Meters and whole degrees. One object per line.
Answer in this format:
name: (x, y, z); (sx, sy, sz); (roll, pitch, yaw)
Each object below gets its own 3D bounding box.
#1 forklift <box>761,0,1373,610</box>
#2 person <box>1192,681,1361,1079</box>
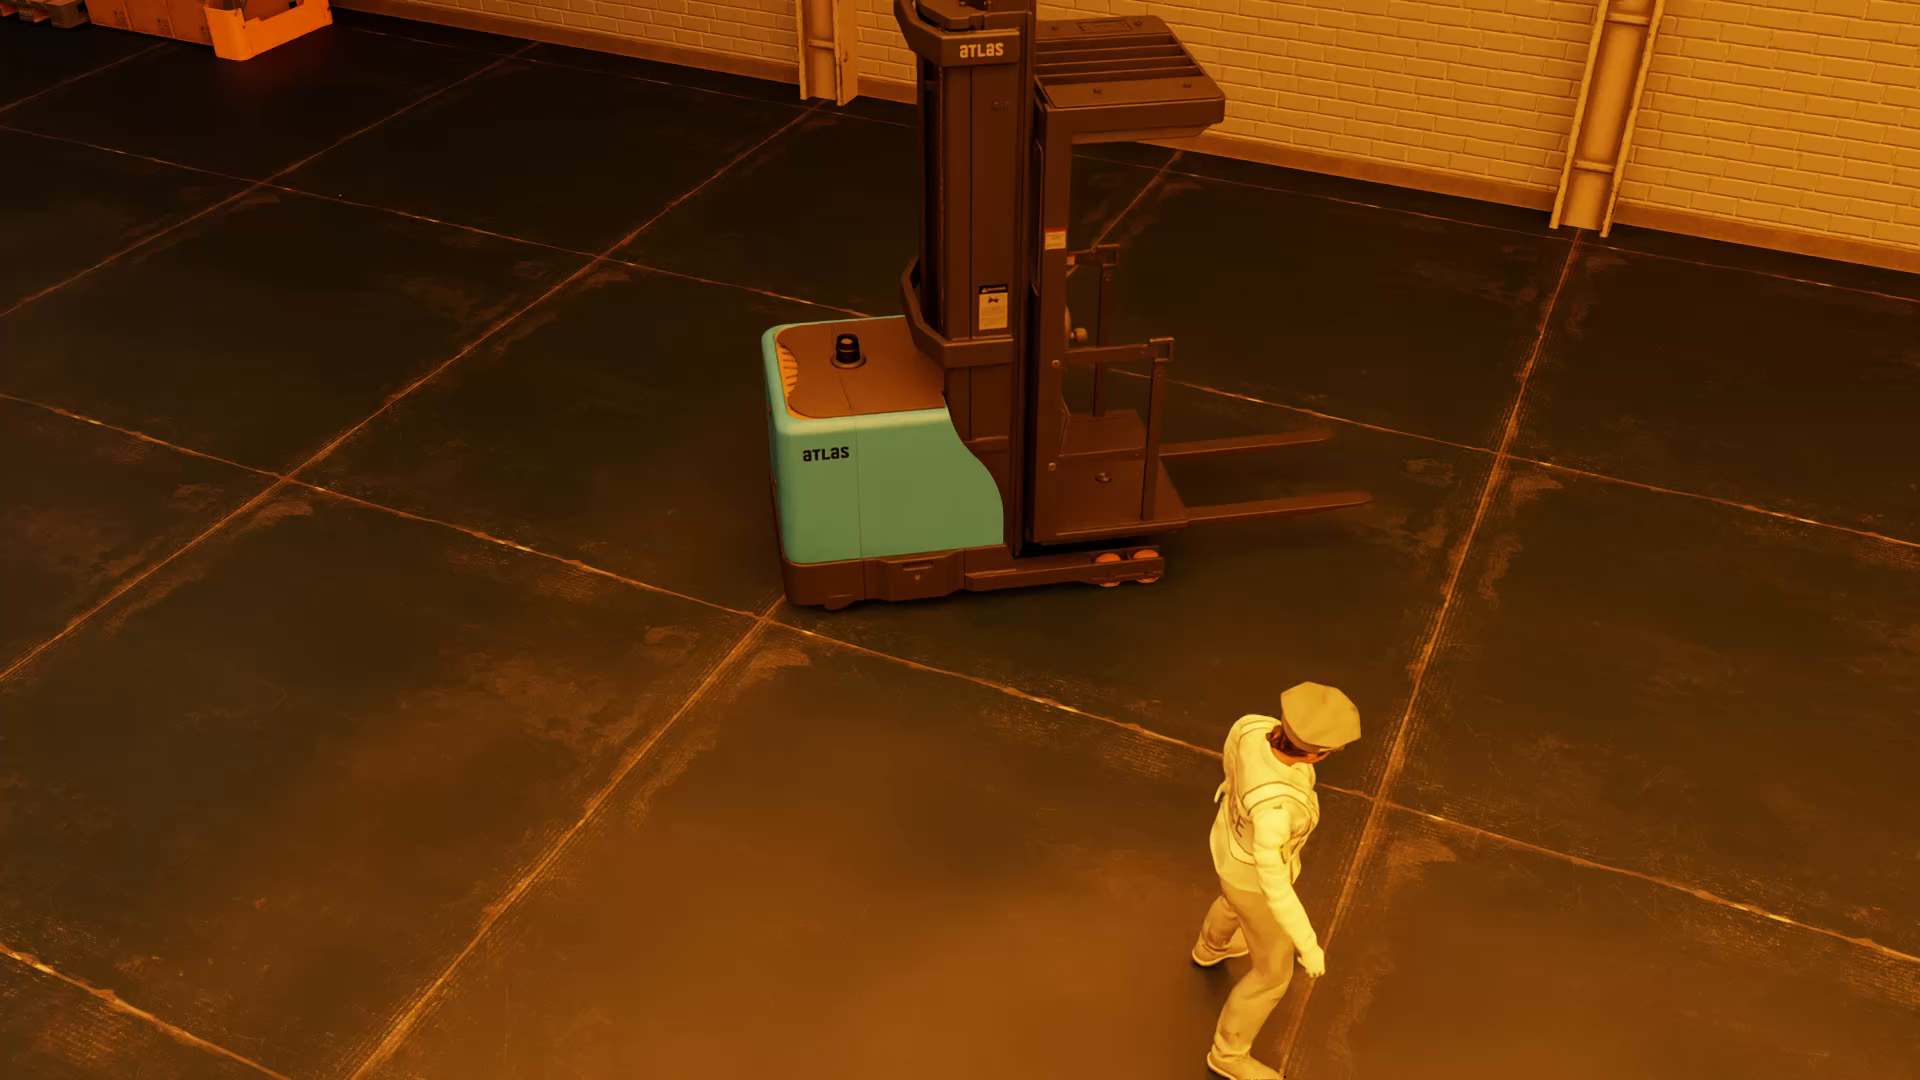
forklift: (0.568, -1.257, 7.849); (3.031, 2.935, 1.130); (-6, 36, -8)
person: (1.042, 1.108, 5.661); (0.383, 1.634, 0.832); (0, 35, 0)
